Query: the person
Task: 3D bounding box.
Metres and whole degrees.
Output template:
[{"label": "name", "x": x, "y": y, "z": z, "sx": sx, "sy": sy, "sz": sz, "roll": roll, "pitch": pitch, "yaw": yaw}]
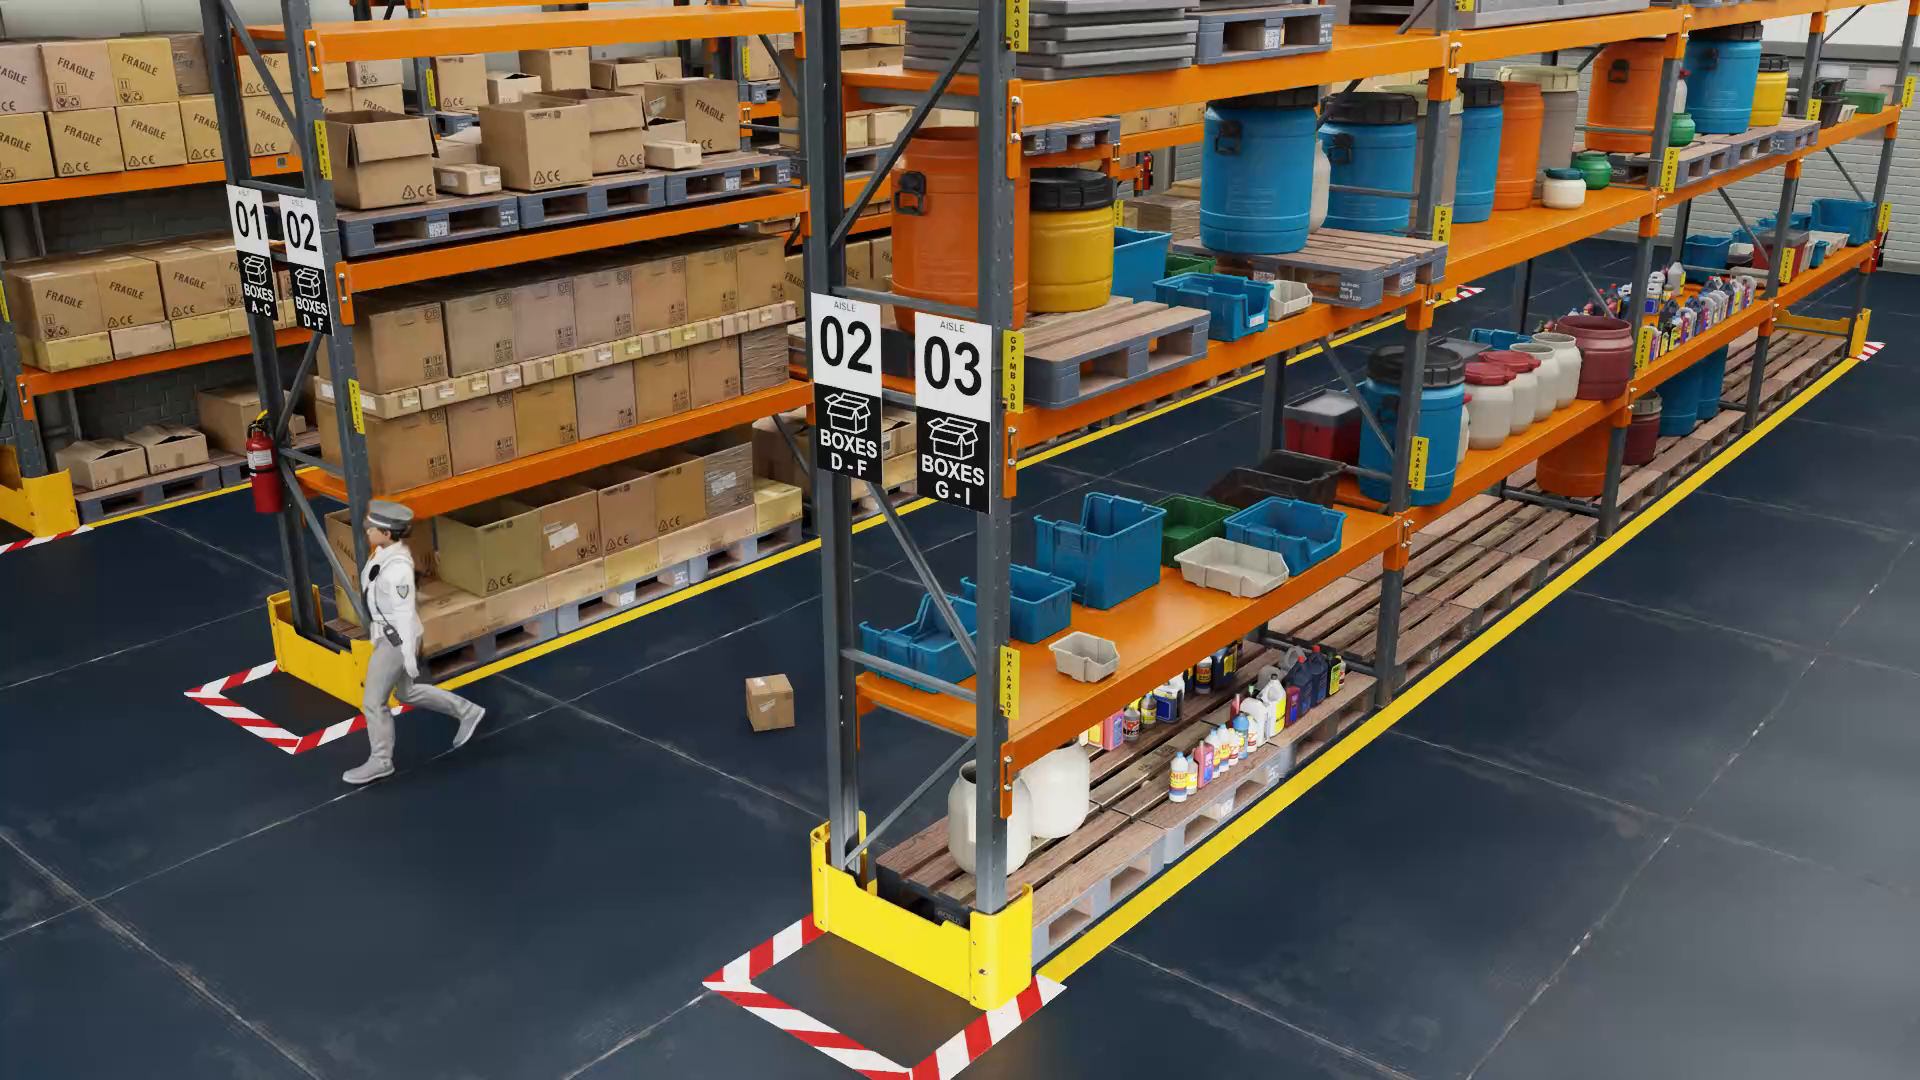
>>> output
[{"label": "person", "x": -3.209, "y": 0.541, "z": 9.557, "sx": 0.844, "sy": 1.649, "sz": 0.491, "roll": -8, "pitch": 22, "yaw": -21}]
